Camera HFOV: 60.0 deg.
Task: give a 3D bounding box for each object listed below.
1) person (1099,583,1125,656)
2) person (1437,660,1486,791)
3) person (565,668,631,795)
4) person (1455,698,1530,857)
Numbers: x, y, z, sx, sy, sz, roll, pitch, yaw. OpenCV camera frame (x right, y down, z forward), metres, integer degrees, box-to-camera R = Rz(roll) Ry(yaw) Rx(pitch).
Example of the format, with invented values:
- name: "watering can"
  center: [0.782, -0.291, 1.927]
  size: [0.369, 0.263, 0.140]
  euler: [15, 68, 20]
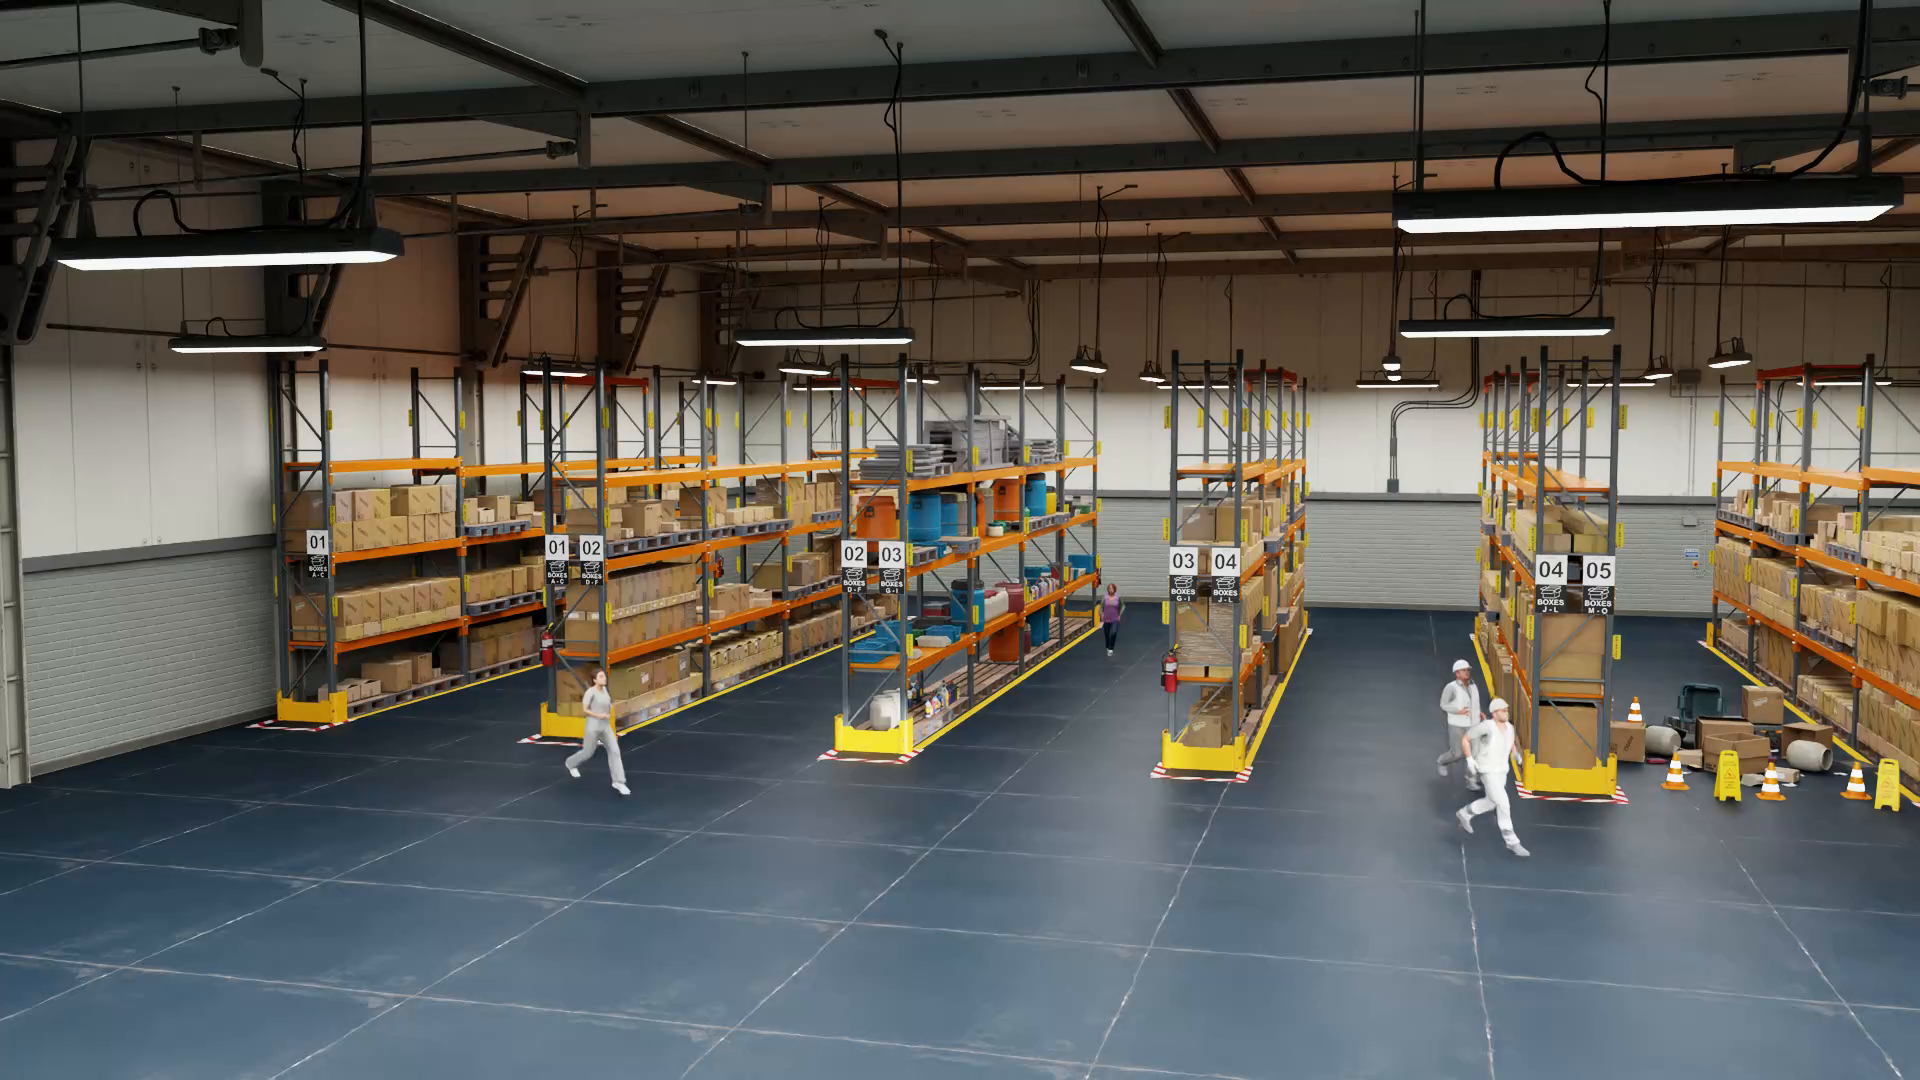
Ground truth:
- name: "person"
  center: [3.070, 1.615, 33.646]
  size: [0.536, 1.496, 0.719]
  euler: [1, 4, 8]
- name: "person"
  center: [6.854, 2.506, 22.645]
  size: [0.670, 1.741, 0.794]
  euler: [-1, 4, -16]
- name: "person"
  center: [-4.925, 2.563, 22.454]
  size: [1.122, 1.677, 0.535]
  euler: [3, 5, 36]
- name: "person"
  center: [6.206, 2.713, 19.407]
  size: [0.685, 1.776, 1.049]
  euler: [-3, 5, -32]
